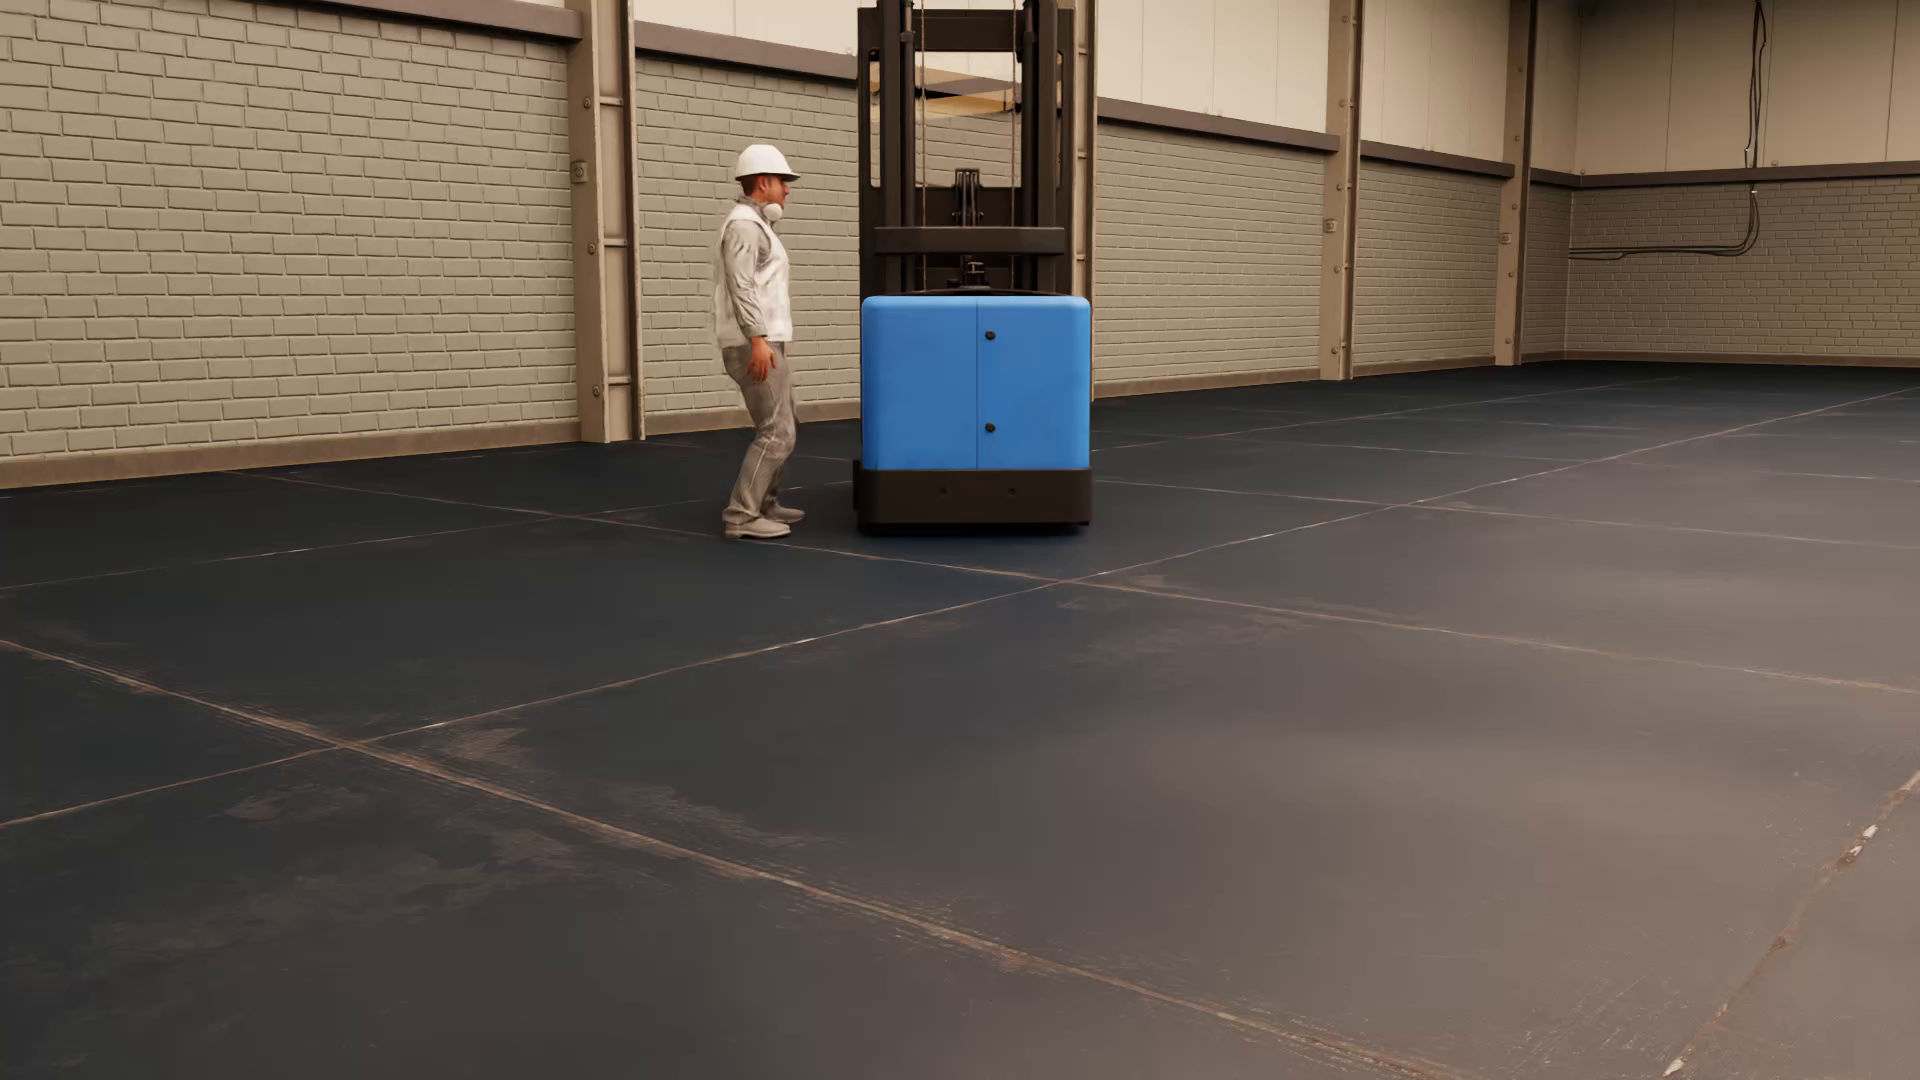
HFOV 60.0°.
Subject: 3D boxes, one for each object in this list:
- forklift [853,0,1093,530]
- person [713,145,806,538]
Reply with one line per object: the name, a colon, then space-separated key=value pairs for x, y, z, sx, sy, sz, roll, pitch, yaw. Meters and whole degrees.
forklift: x=0.017 y=-1.673 z=8.717 sx=1.130 sy=2.935 sz=3.031 roll=0 pitch=8 yaw=-2
person: x=-0.905 y=-0.891 z=7.499 sx=0.407 sy=1.743 sz=0.770 roll=-1 pitch=8 yaw=-6
